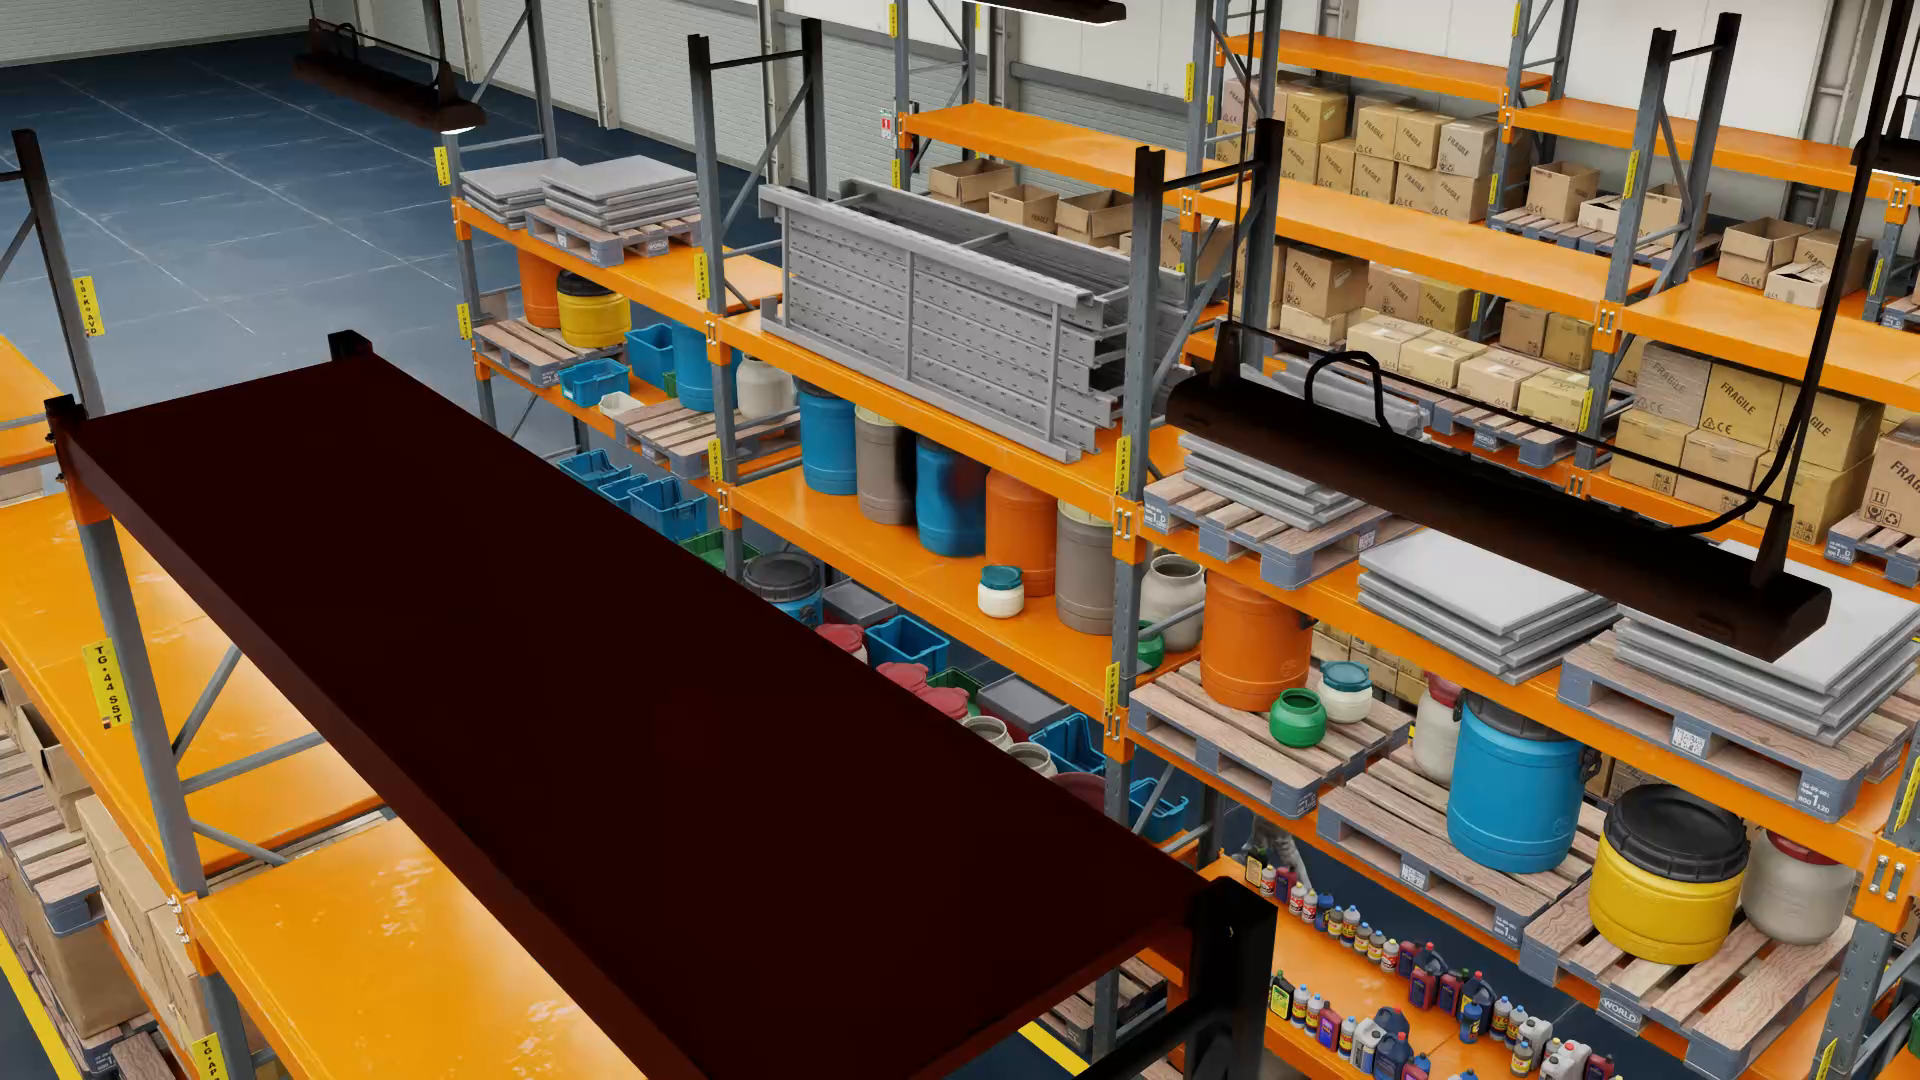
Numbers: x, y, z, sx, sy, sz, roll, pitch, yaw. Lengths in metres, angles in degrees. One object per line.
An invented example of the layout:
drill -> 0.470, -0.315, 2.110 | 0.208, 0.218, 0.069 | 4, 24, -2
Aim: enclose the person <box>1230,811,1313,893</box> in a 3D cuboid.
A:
person -> 2.293, 1.830, 12.040 | 0.710, 1.803, 0.878 | -21, 34, -35
